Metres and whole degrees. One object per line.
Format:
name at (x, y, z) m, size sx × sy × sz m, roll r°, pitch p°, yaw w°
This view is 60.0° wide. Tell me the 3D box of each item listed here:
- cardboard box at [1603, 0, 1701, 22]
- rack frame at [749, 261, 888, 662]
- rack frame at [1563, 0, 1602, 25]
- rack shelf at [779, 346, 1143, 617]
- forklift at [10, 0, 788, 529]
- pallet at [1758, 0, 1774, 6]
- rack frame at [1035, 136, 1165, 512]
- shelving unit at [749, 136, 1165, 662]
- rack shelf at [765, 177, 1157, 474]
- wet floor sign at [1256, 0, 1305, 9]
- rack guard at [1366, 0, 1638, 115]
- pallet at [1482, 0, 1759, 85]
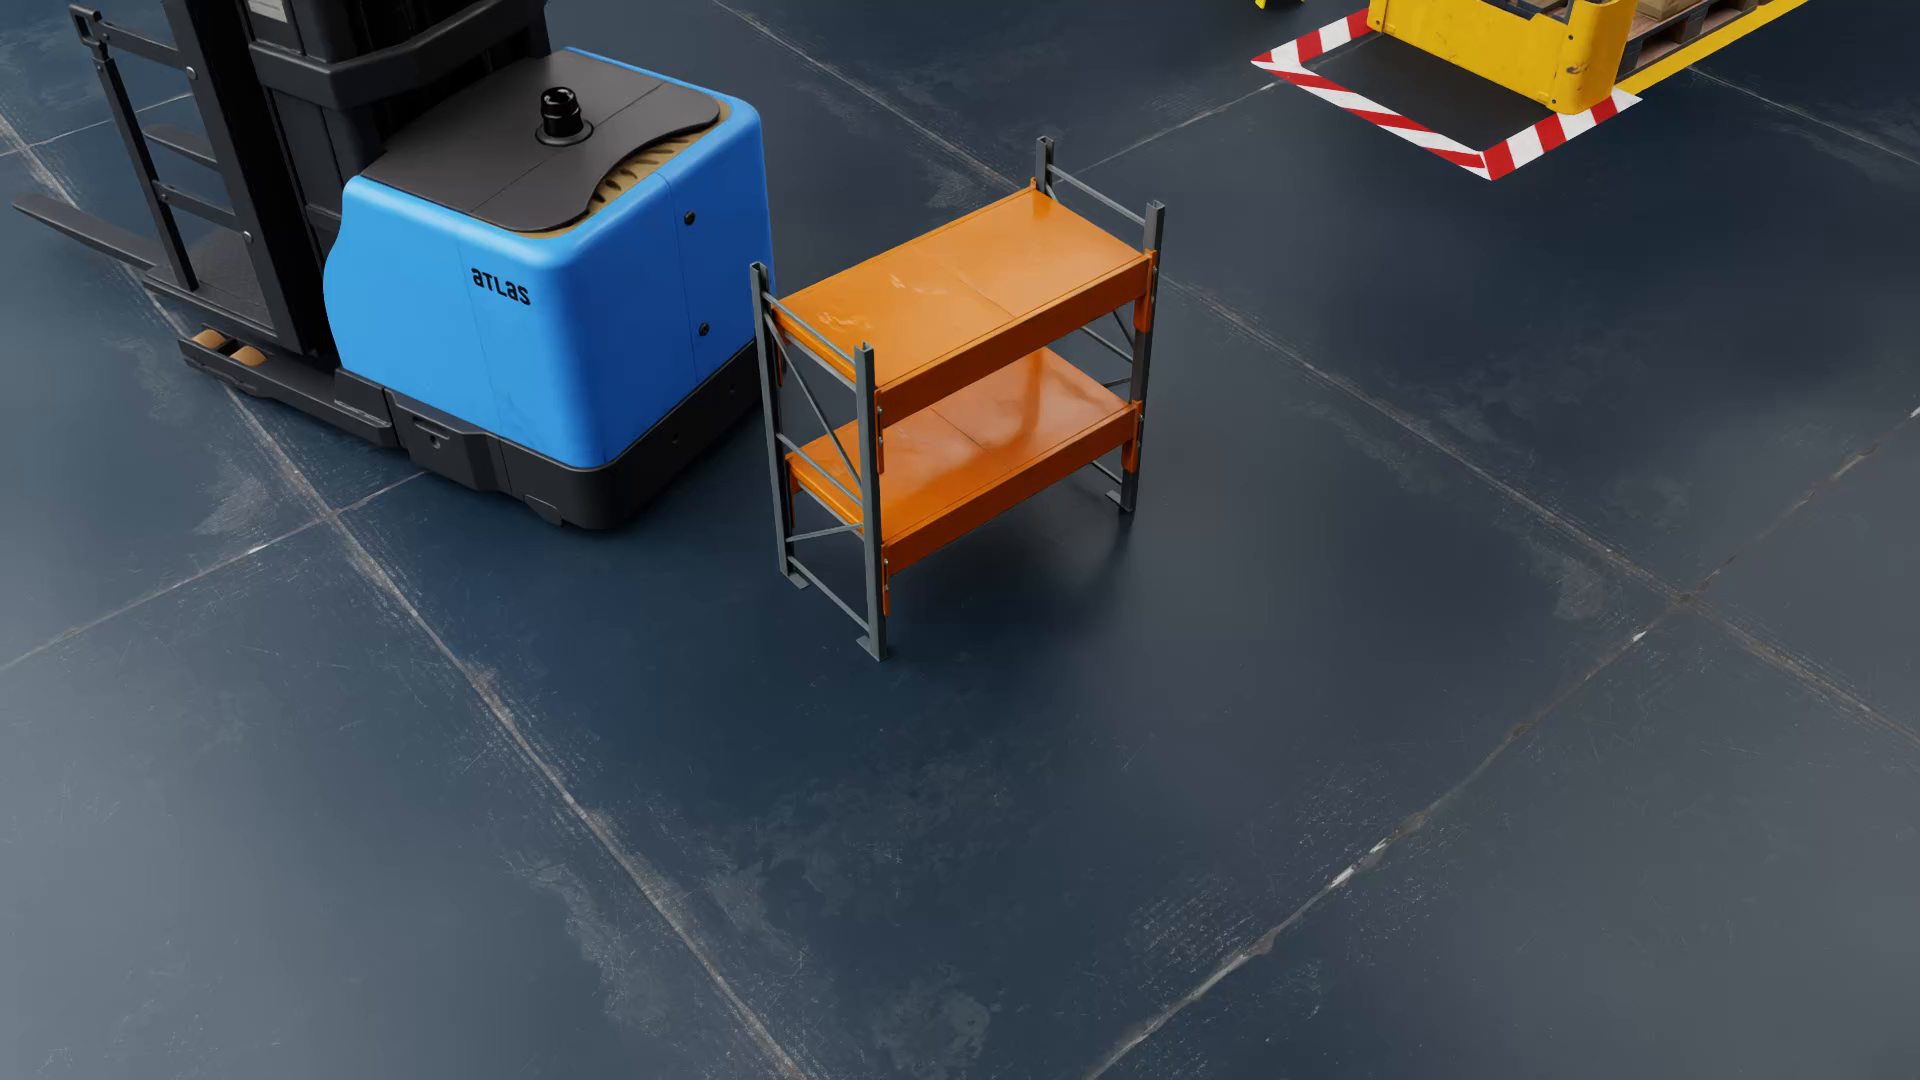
cardboard box at (3.135, -2.627, 7.558) m, size 0.500 × 0.250 × 0.500 m, roll -30°, pitch 51°, yaw -28°
rack frame at (-0.385, -0.190, 4.630) m, size 0.032 × 1.125 × 0.500 m, roll -30°, pitch 51°, yaw -28°
rack frame at (2.339, -3.267, 6.537) m, size 0.127 × 3.000 × 1.000 m, roll -30°, pitch 51°, yaw -28°
rack shelf at (0.005, -0.235, 5.035) m, size 1.000 × 0.278 × 0.538 m, roll -30°, pitch 51°, yaw -28°
forklift at (-2.129, -1.860, 5.089) m, size 3.031 × 2.935 × 1.130 m, roll 22°, pitch 48°, yaw 22°
pallet at (3.978, -3.155, 8.455) m, size 1.213 × 0.211 × 1.003 m, roll -30°, pitch 51°, yaw -28°
rack frame at (0.395, -0.636, 5.106) m, size 0.032 × 1.125 × 0.500 m, roll -30°, pitch 51°, yaw -28°
shelving unit at (0.005, -0.413, 4.868) m, size 1.048 × 1.125 × 0.538 m, roll -30°, pitch 51°, yaw -28°
rack shelf at (0.005, -0.626, 4.668) m, size 1.000 × 0.278 × 0.538 m, roll -30°, pitch 51°, yaw -28°
wet floor sign at (1.507, -2.887, 7.853) m, size 0.232 × 0.644 × 0.267 m, roll -14°, pitch 45°, yaw -14°
rack guard at (2.397, -2.389, 7.429) m, size 0.348 × 0.500 × 1.175 m, roll -30°, pitch 51°, yaw -28°
pallet at (3.043, -2.622, 7.888) m, size 1.213 × 0.211 × 1.003 m, roll -30°, pitch 51°, yaw -28°
